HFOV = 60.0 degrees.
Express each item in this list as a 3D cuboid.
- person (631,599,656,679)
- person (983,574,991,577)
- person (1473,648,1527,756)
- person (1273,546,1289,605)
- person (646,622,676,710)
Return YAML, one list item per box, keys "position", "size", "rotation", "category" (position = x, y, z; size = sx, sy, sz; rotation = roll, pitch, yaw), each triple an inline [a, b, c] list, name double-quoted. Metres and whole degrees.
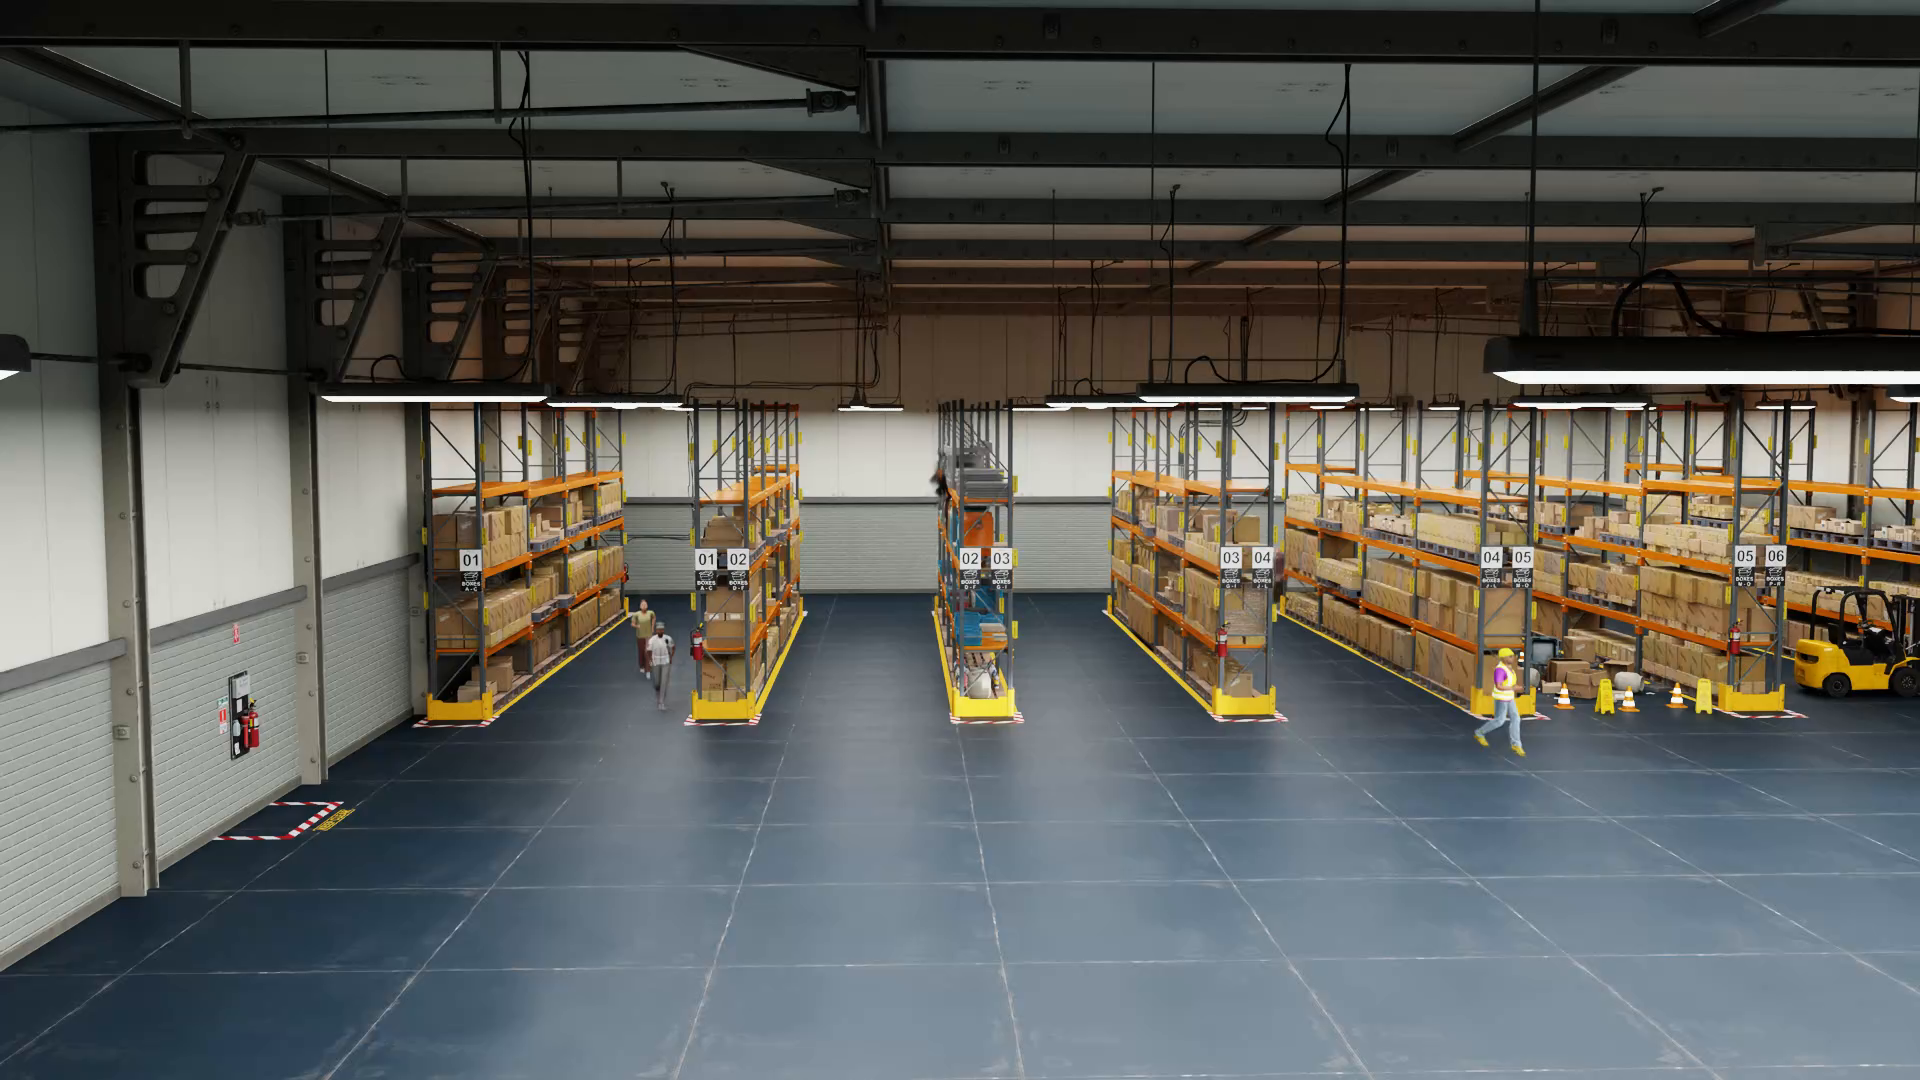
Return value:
- position: [-6.894, 2.131, 36.226]
  size: [0.529, 1.696, 0.887]
  rotation: [-1, 4, -10]
  category: "person"
- position: [0.830, 1.034, 49.927]
  size: [0.863, 1.781, 0.654]
  rotation: [2, 5, 22]
  category: "person"
- position: [9.138, 2.725, 28.083]
  size: [0.911, 1.828, 0.729]
  rotation: [3, 5, 36]
  category: "person"
- position: [9.461, 1.151, 49.107]
  size: [0.775, 1.744, 0.765]
  rotation: [-2, 5, -21]
  category: "person"
- position: [-5.848, 2.434, 32.529]
  size: [0.578, 1.687, 0.791]
  rotation: [-1, 4, -11]
  category: "person"
